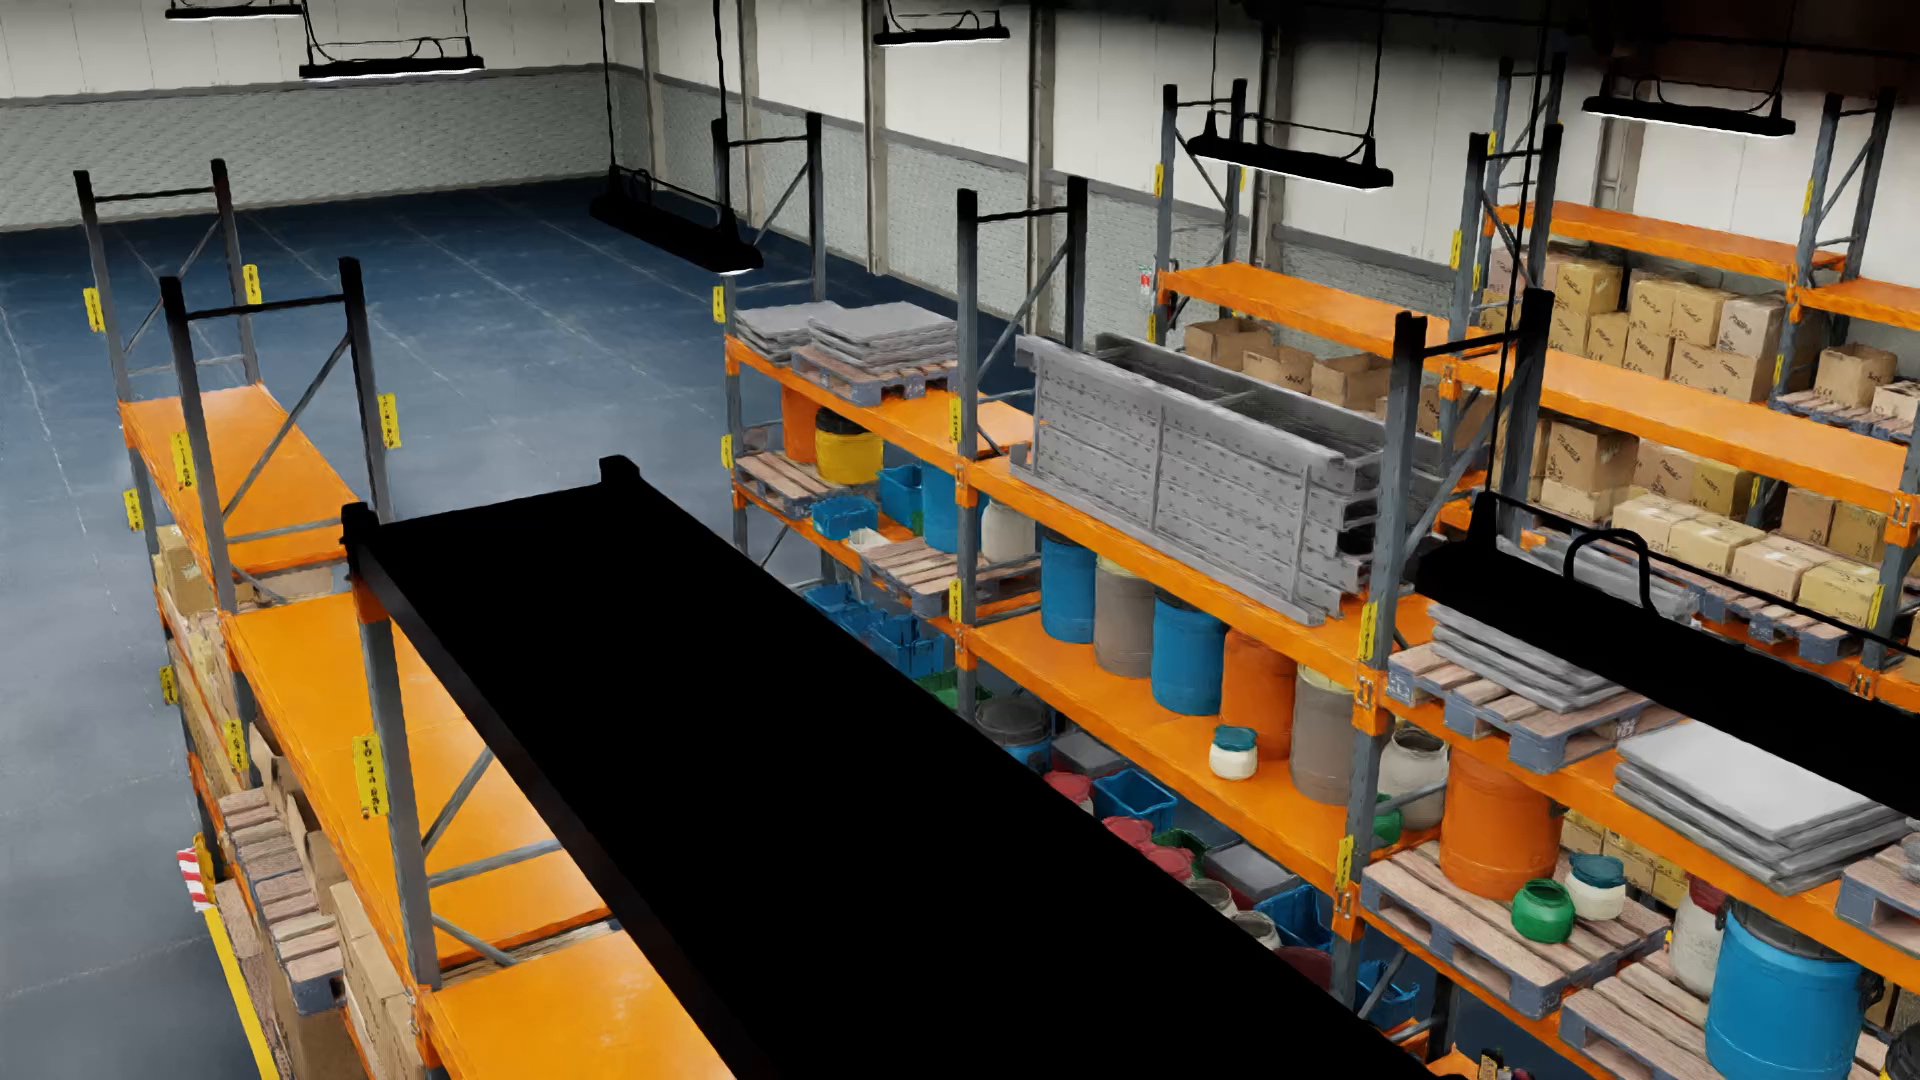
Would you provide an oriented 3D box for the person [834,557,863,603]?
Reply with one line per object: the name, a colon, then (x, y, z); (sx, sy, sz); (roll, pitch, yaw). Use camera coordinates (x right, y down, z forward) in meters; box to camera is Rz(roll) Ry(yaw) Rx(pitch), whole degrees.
person: (-1.320, 0.051, 18.885); (0.423, 1.770, 0.708); (-3, 22, -7)
